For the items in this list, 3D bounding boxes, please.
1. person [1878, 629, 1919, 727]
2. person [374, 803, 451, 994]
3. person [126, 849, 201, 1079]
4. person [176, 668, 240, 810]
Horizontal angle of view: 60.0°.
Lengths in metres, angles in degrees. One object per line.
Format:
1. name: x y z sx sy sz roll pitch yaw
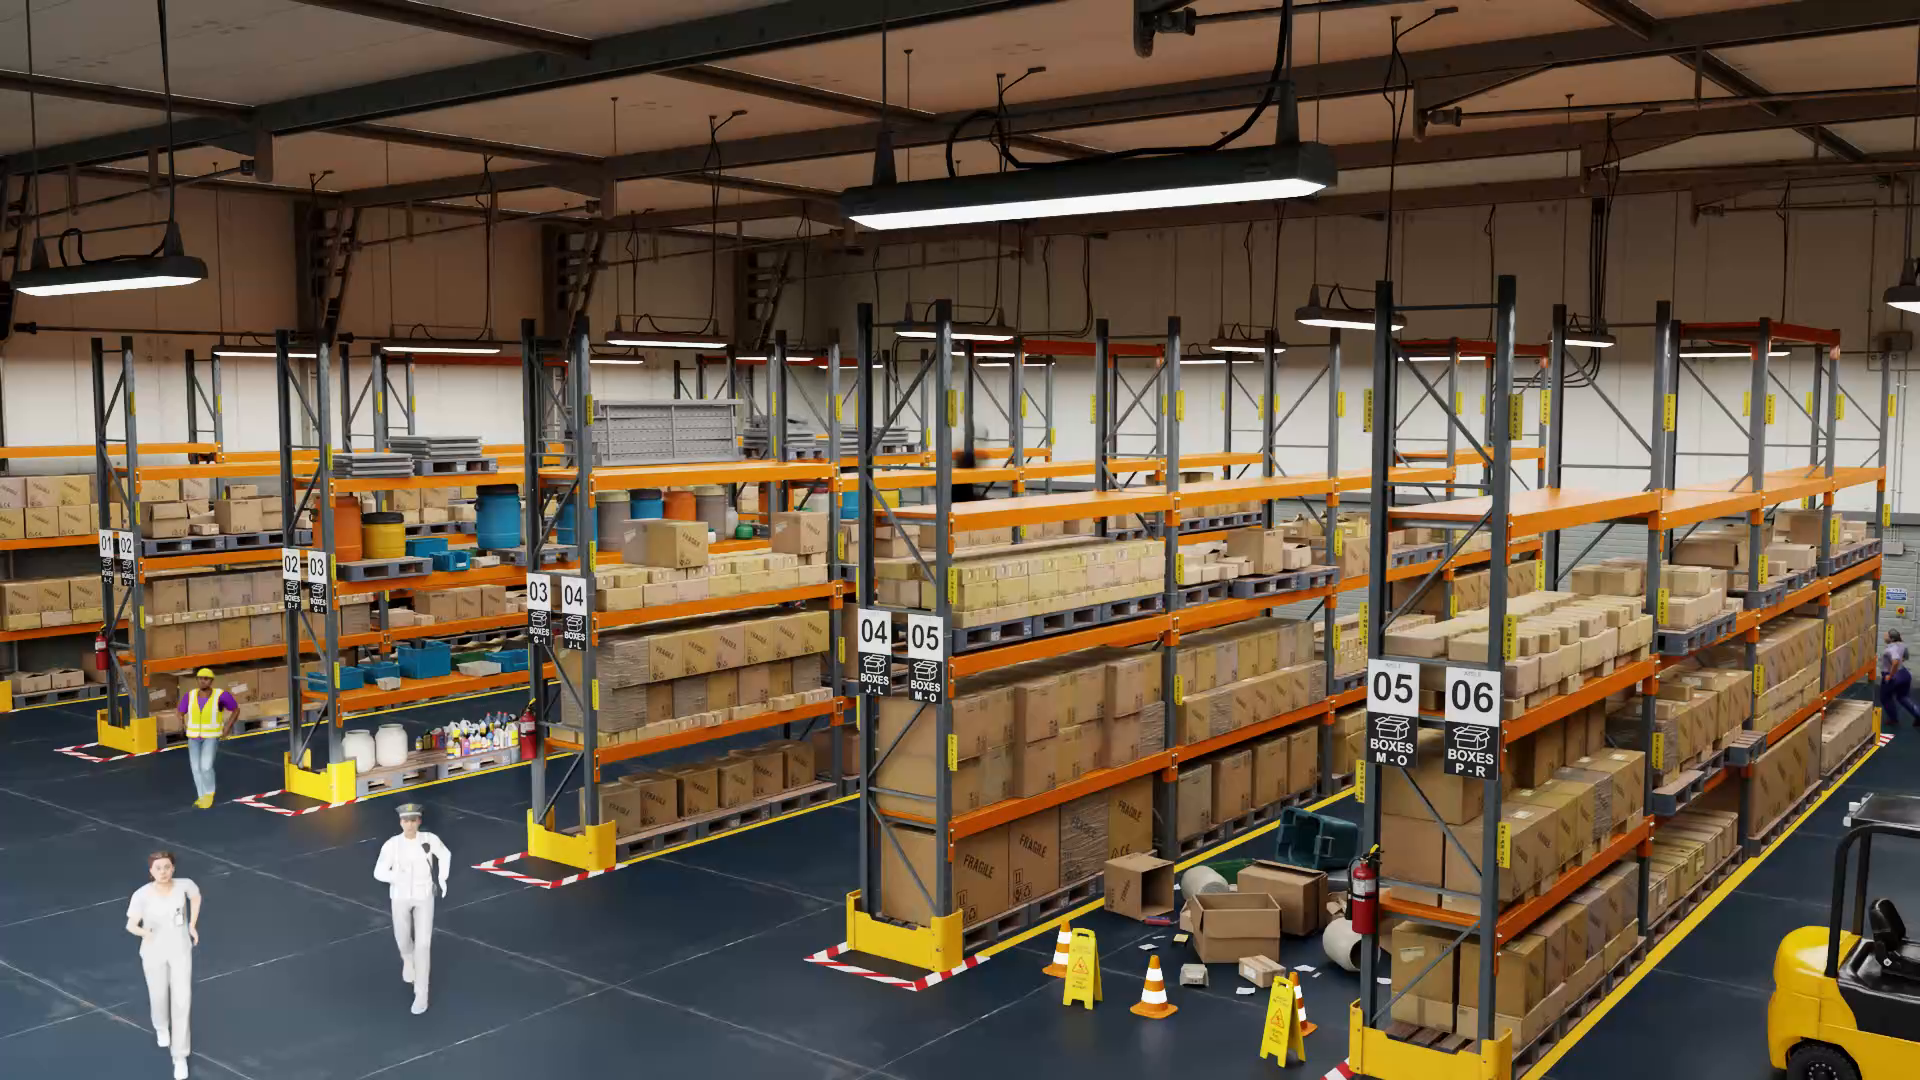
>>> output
1. person: 14.456 2.155 25.726 0.670 1.592 0.806 -2 5 -21
2. person: -4.671 3.019 14.218 0.606 1.606 0.777 -1 5 -14
3. person: -6.131 3.204 12.839 0.529 1.682 0.927 -2 6 -26
4. person: -9.448 2.482 20.785 0.711 1.762 0.586 0 5 -3
